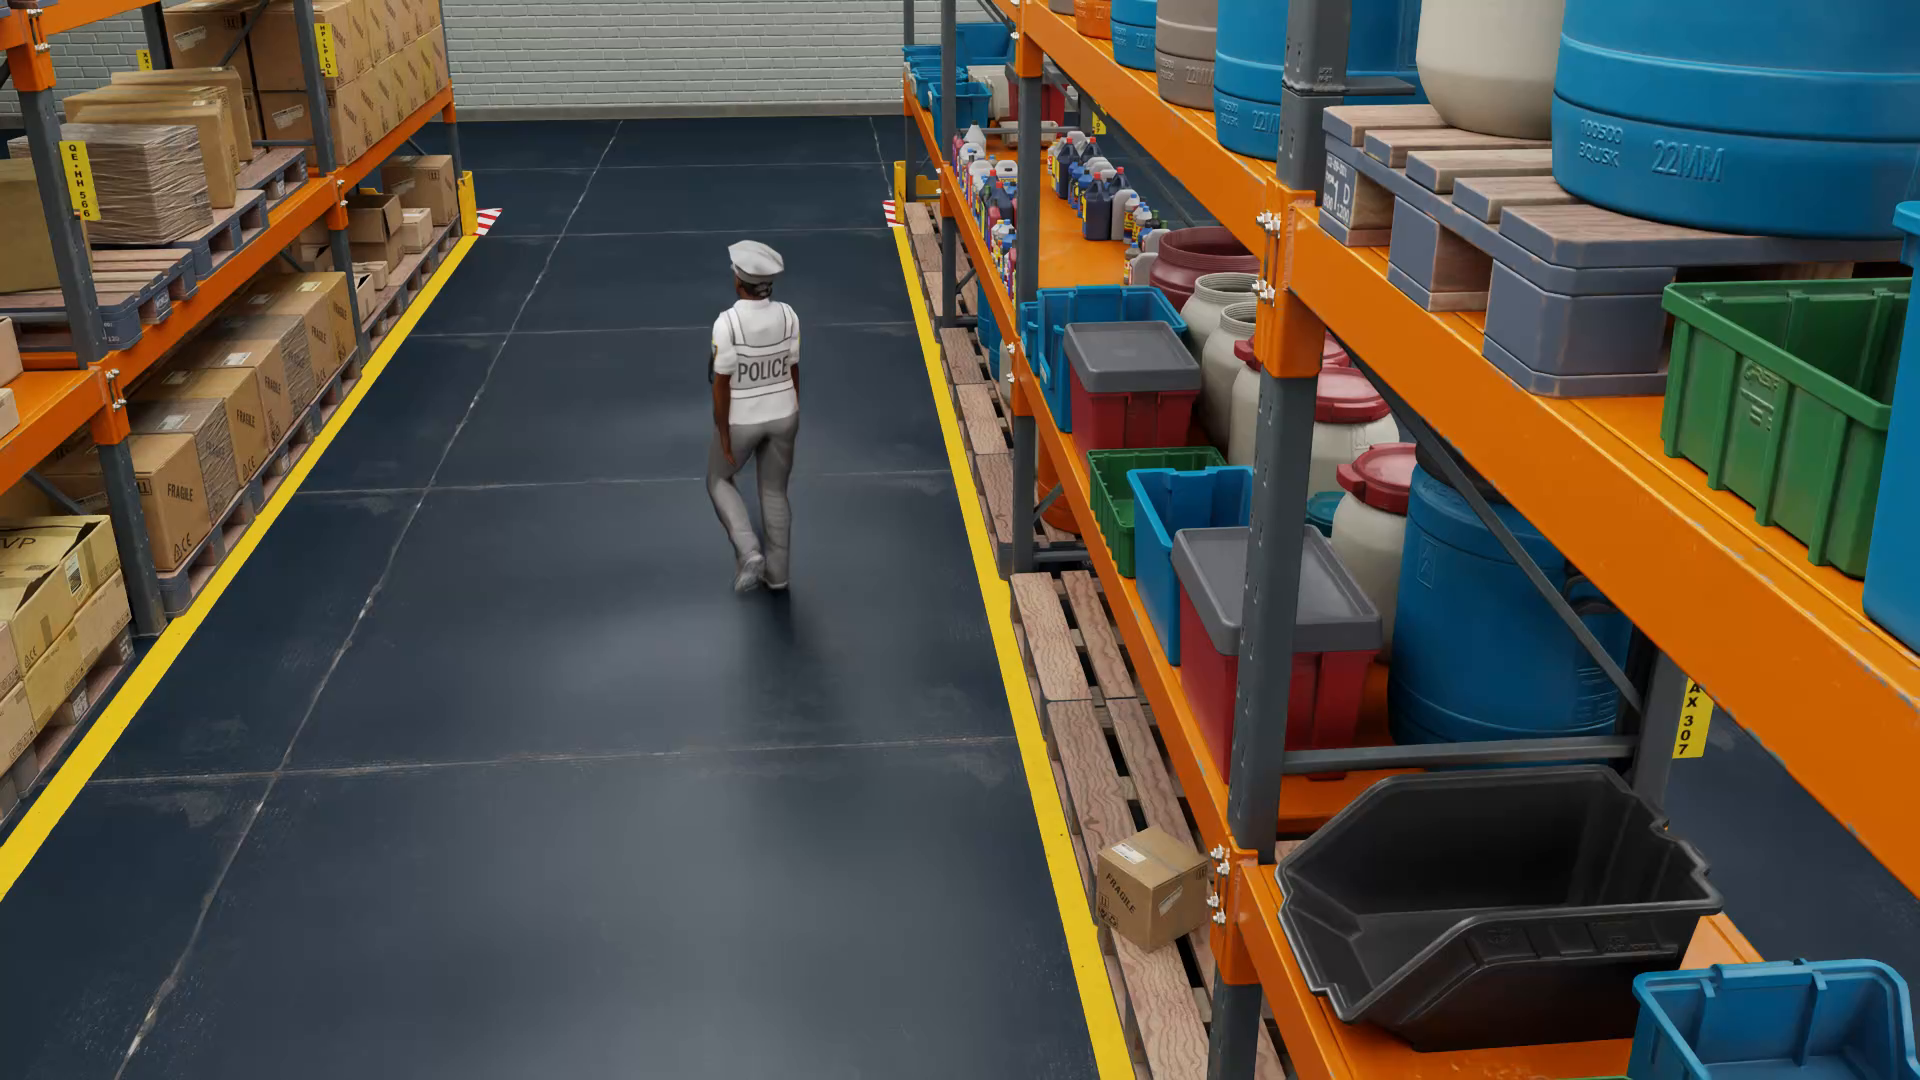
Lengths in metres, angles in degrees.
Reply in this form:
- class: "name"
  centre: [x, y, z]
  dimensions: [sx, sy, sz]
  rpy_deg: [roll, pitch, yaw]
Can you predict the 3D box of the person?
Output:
- class: "person"
  centre: [-0.972, -0.572, 7.805]
  dimensions: [0.450, 1.690, 0.422]
  rpy_deg: [-12, 27, -26]
